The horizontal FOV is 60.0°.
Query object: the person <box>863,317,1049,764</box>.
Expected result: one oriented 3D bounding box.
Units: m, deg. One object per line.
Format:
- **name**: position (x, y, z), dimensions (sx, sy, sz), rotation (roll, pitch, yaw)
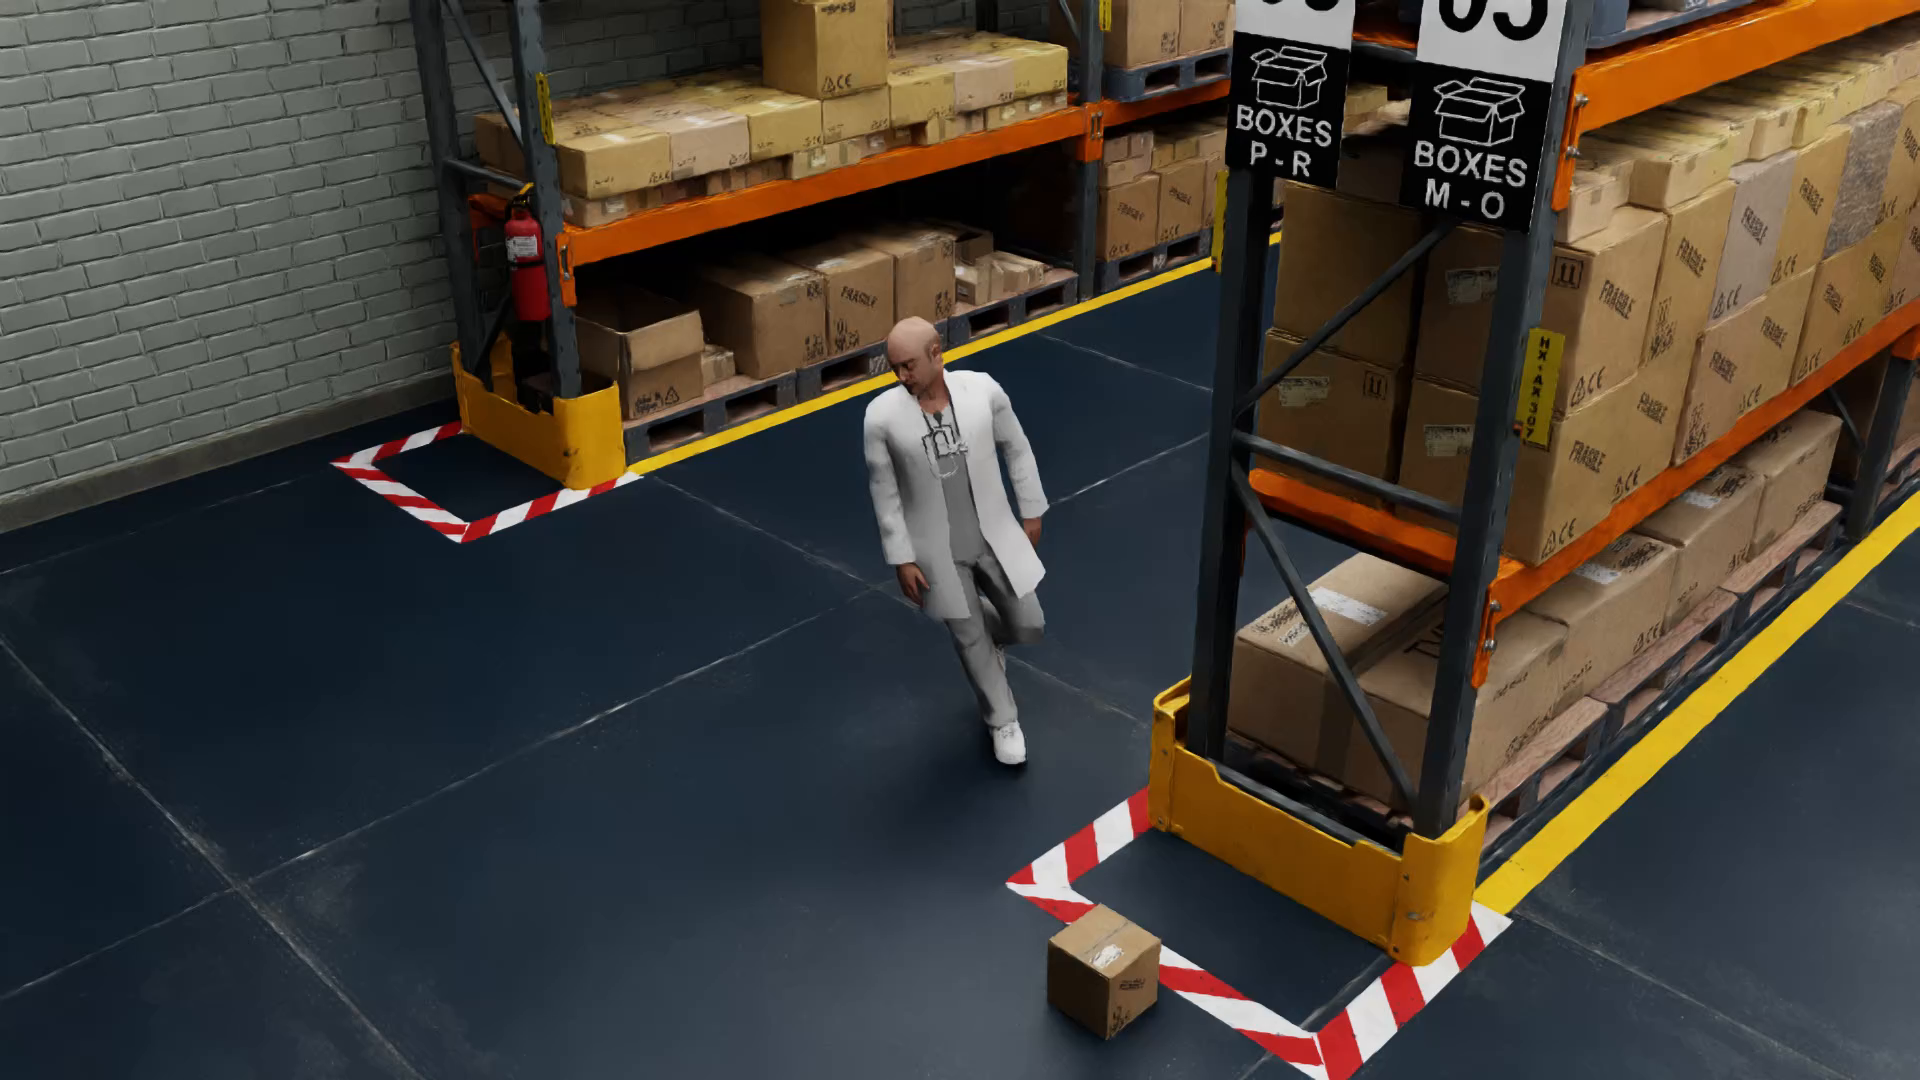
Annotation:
- **person**: position (-0.002, 0.002, 6.180), dimensions (0.690, 1.711, 0.678), rotation (-9, 29, -16)
